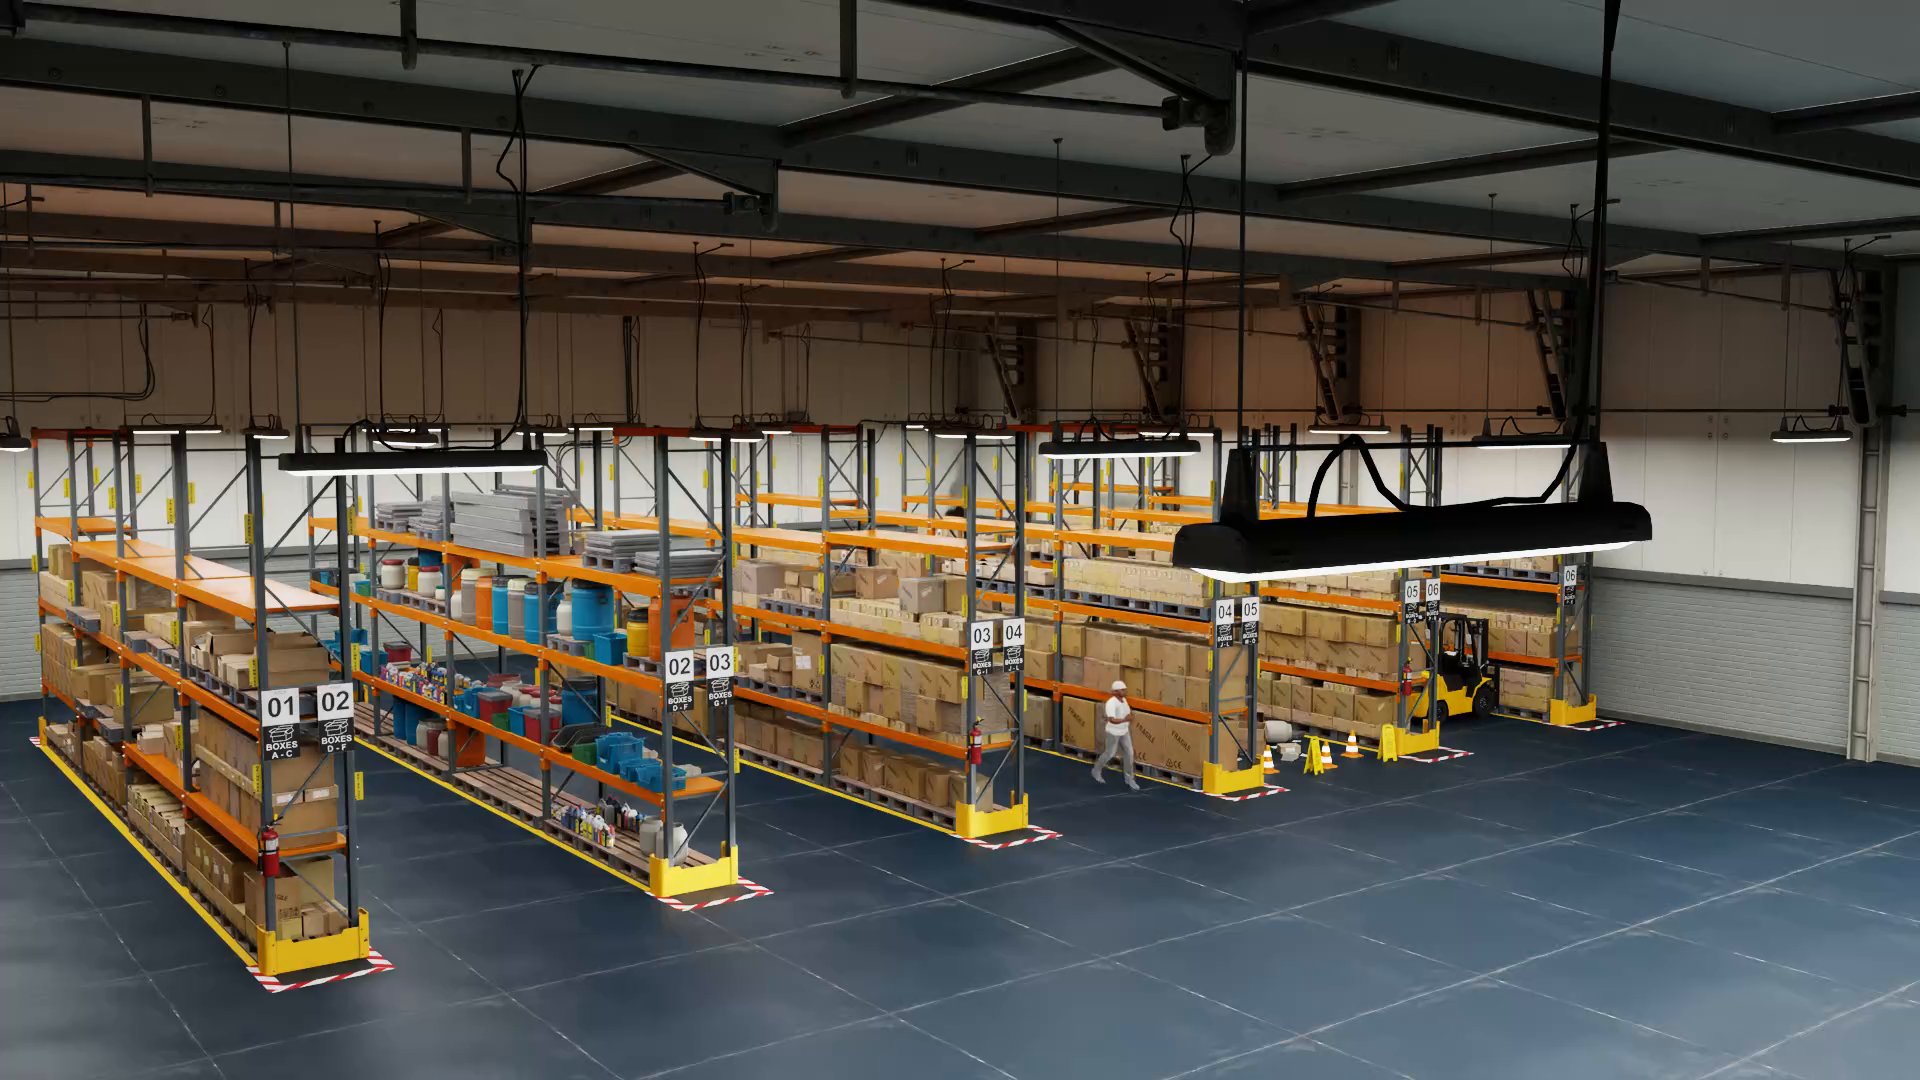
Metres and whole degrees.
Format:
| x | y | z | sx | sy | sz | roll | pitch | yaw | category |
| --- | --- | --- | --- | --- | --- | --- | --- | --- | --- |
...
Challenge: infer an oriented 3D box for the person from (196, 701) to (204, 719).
| x | y | z | sx | sy | sz | roll | pitch | yaw | category |
| --- | --- | --- | --- | --- | --- | --- | --- | --- | --- |
| -14.262 | 3.028 | 31.404 | 0.597 | 1.679 | 0.597 | 4 | 6 | 40 | person |

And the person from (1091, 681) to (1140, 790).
| x | y | z | sx | sy | sz | roll | pitch | yaw | category |
| --- | --- | --- | --- | --- | --- | --- | --- | --- | --- |
| 2.607 | 3.246 | 27.825 | 0.897 | 1.804 | 0.681 | 4 | 6 | 38 | person |
